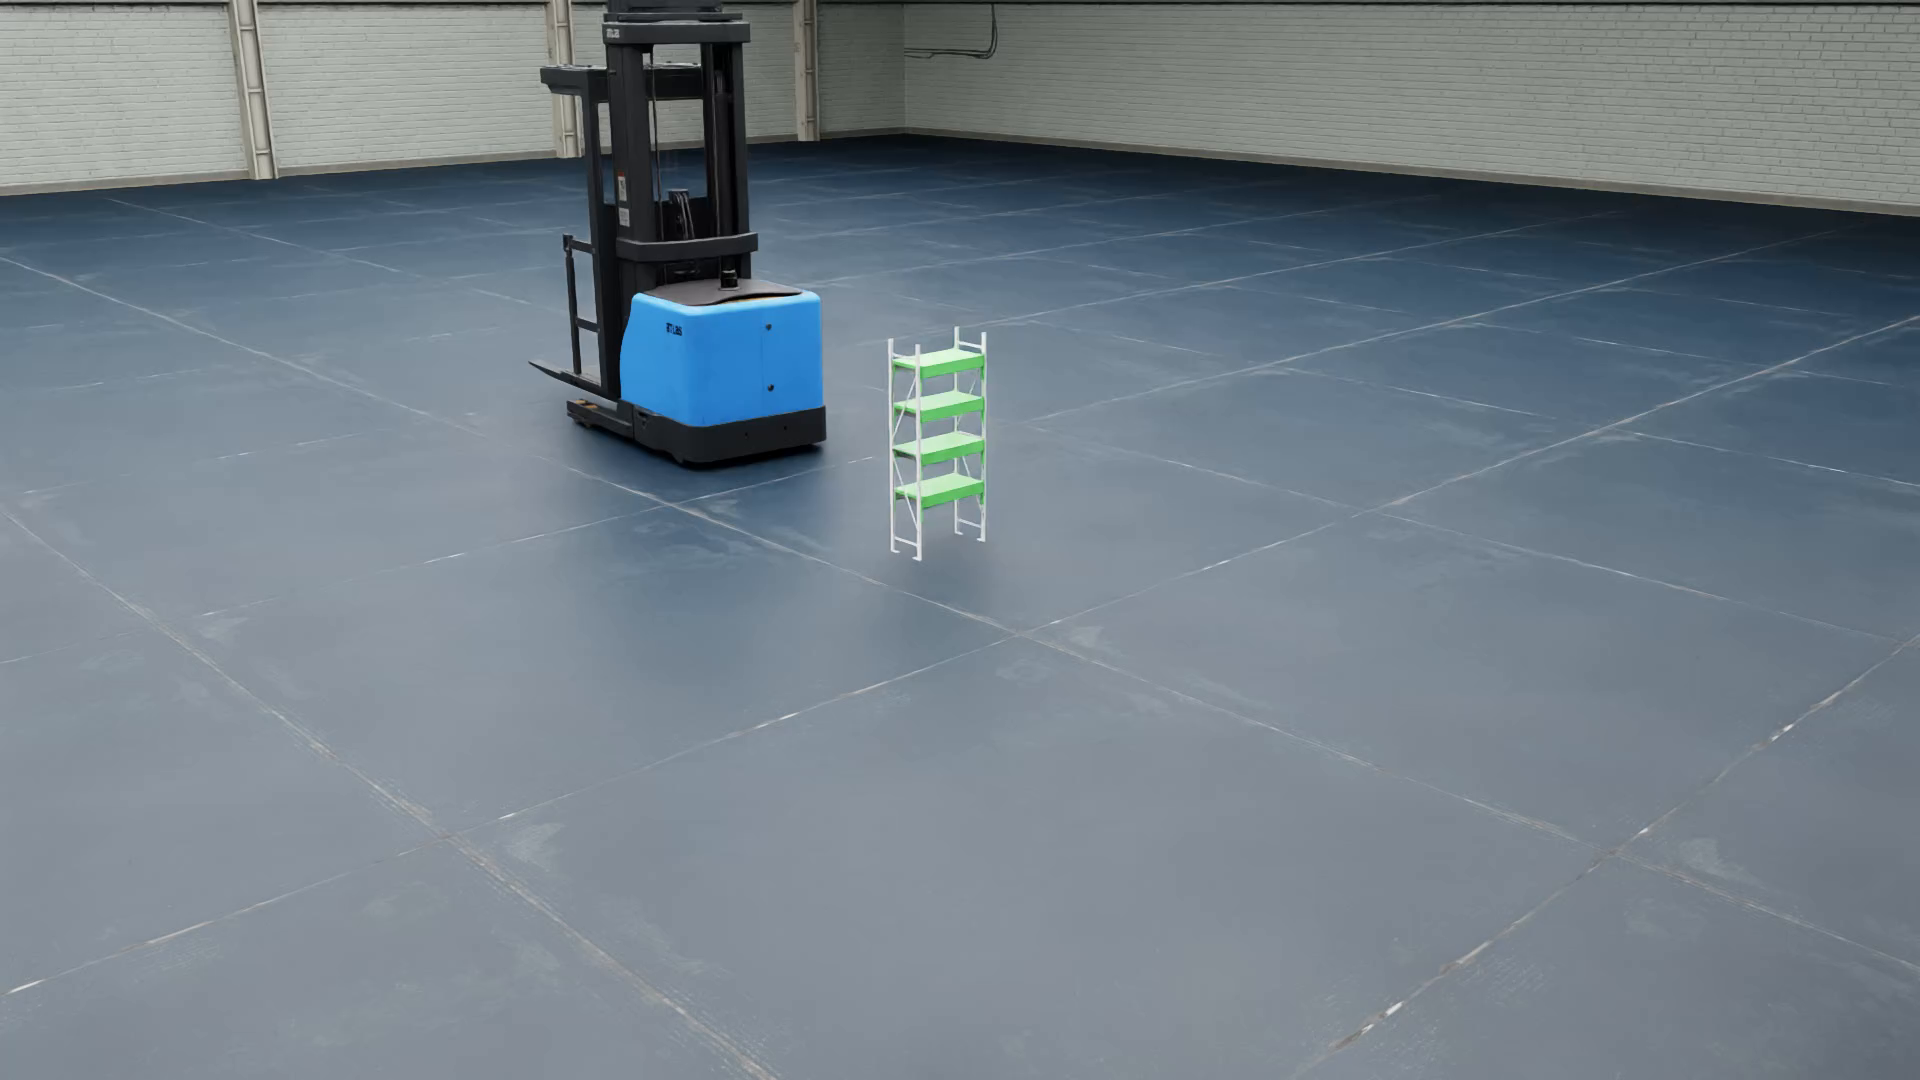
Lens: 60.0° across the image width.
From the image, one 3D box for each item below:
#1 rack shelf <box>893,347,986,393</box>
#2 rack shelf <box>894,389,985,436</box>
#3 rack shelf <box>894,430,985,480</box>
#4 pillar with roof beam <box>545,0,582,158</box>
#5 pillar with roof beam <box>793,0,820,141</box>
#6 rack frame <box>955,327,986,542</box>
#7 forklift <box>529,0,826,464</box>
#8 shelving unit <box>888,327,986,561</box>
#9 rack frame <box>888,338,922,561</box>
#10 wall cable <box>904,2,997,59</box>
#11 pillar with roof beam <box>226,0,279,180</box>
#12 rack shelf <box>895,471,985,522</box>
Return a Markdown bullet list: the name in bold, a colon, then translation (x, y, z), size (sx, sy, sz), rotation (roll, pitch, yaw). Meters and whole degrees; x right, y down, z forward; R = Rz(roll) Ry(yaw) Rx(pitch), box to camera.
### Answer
- **rack shelf**: translation (-0.120, -0.931, 9.063), size (0.480, 0.148, 0.258), rotation (-16, 24, -41)
- **rack shelf**: translation (-0.120, -0.703, 9.137), size (0.480, 0.148, 0.258), rotation (-16, 24, -41)
- **rack shelf**: translation (-0.120, -0.475, 9.211), size (0.480, 0.148, 0.258), rotation (-16, 24, -41)
- **pillar with roof beam**: translation (-4.738, -10.849, 28.355), size (0.400, 9.000, 9.100), rotation (-16, 24, -41)
- **pillar with roof beam**: translation (-0.378, -12.120, 32.277), size (0.400, 9.000, 9.100), rotation (-16, 24, -41)
- **rack frame**: translation (0.057, -0.587, 9.351), size (0.015, 1.200, 0.240), rotation (-16, 24, -41)
- **forklift**: translation (-2.210, -2.283, 11.773), size (1.130, 2.935, 3.031), rotation (-13, 22, -35)
- **shelving unit**: translation (-0.120, -0.536, 9.191), size (0.503, 1.200, 0.258), rotation (-16, 24, -41)
- **rack frame**: translation (-0.298, -0.484, 9.032), size (0.015, 1.200, 0.240), rotation (-16, 24, -41)
- **wall cable**: translation (-0.287, -11.936, 36.742), size (0.112, 2.526, 3.097), rotation (-16, 24, -41)
- **pillar with roof beam**: translation (-9.098, -9.578, 24.434), size (0.400, 9.000, 9.100), rotation (-16, 24, -41)
- **rack shelf**: translation (-0.120, -0.247, 9.285), size (0.480, 0.148, 0.258), rotation (-16, 24, -41)
